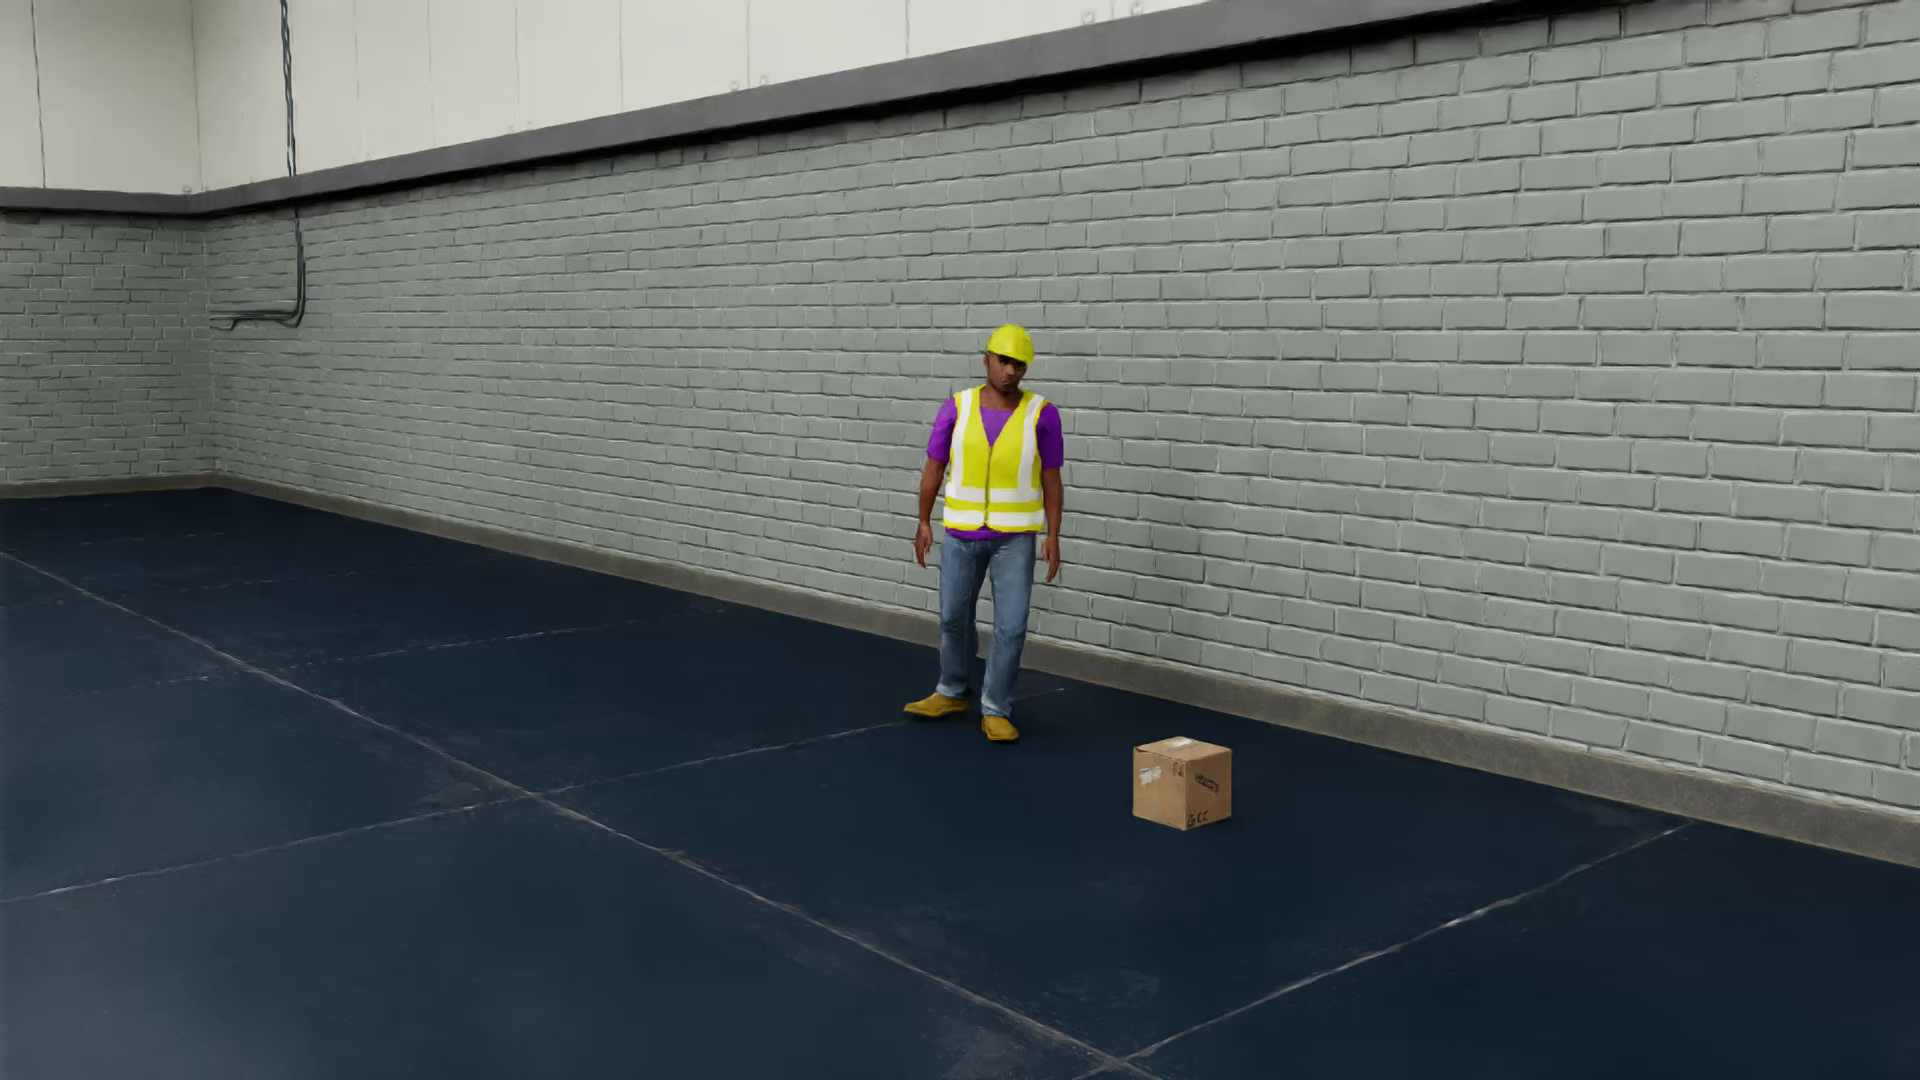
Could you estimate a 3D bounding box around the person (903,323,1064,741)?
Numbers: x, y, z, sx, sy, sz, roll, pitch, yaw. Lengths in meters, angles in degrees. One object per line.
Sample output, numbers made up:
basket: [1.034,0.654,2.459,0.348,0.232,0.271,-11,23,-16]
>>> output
person: [0.088,-0.044,7.094,0.716,1.747,0.508,2,8,12]
